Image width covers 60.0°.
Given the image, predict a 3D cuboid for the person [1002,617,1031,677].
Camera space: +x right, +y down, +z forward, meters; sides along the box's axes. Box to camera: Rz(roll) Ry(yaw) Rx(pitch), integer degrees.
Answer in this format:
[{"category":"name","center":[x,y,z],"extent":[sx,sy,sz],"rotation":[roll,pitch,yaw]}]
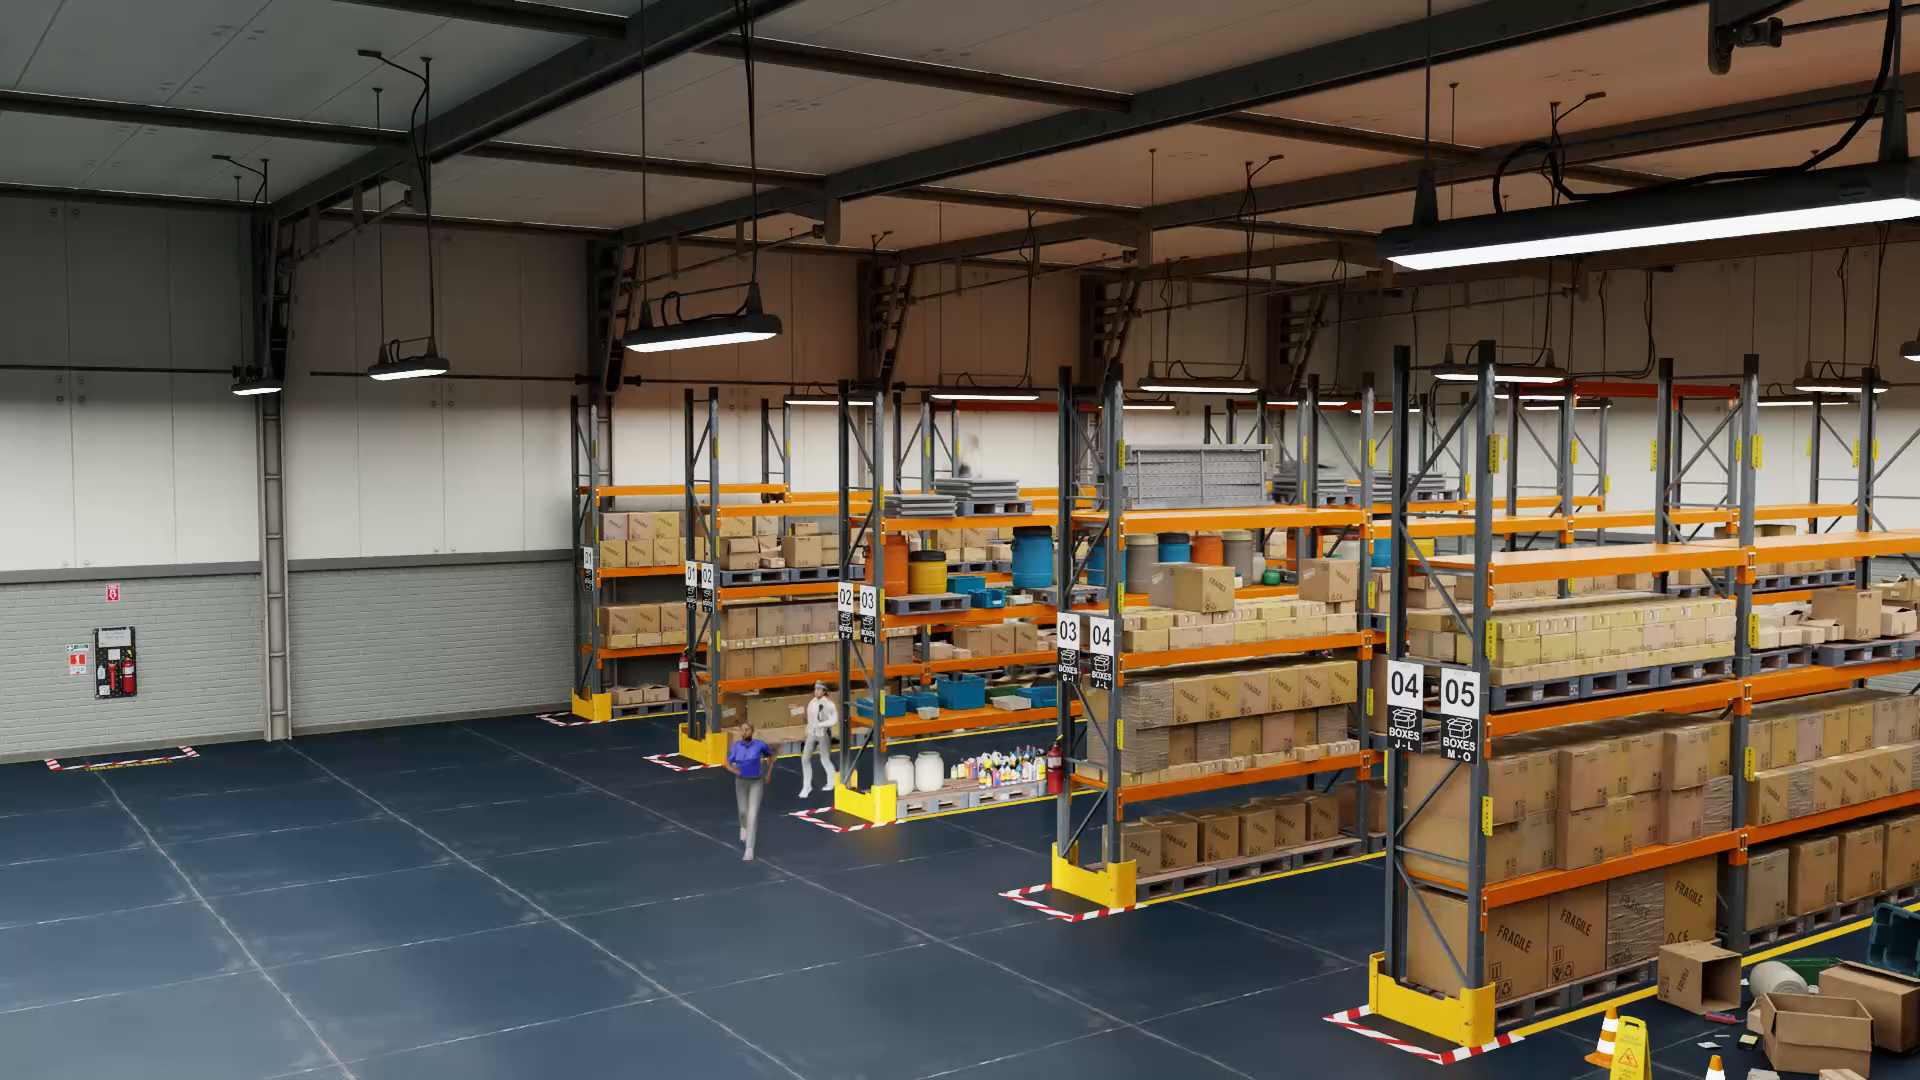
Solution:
[{"category":"person","center":[1.075,2.027,32.888],"extent":[0.855,1.765,0.682],"rotation":[-3,5,-41]}]

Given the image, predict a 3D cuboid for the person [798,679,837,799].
[{"category":"person","center":[-2.007,2.884,24.155],"extent":[0.618,1.757,0.692],"rotation":[2,4,31]}]

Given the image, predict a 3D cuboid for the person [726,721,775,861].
[{"category":"person","center":[-2.625,3.089,20.833],"extent":[0.588,1.673,0.935],"rotation":[0,3,3]}]
